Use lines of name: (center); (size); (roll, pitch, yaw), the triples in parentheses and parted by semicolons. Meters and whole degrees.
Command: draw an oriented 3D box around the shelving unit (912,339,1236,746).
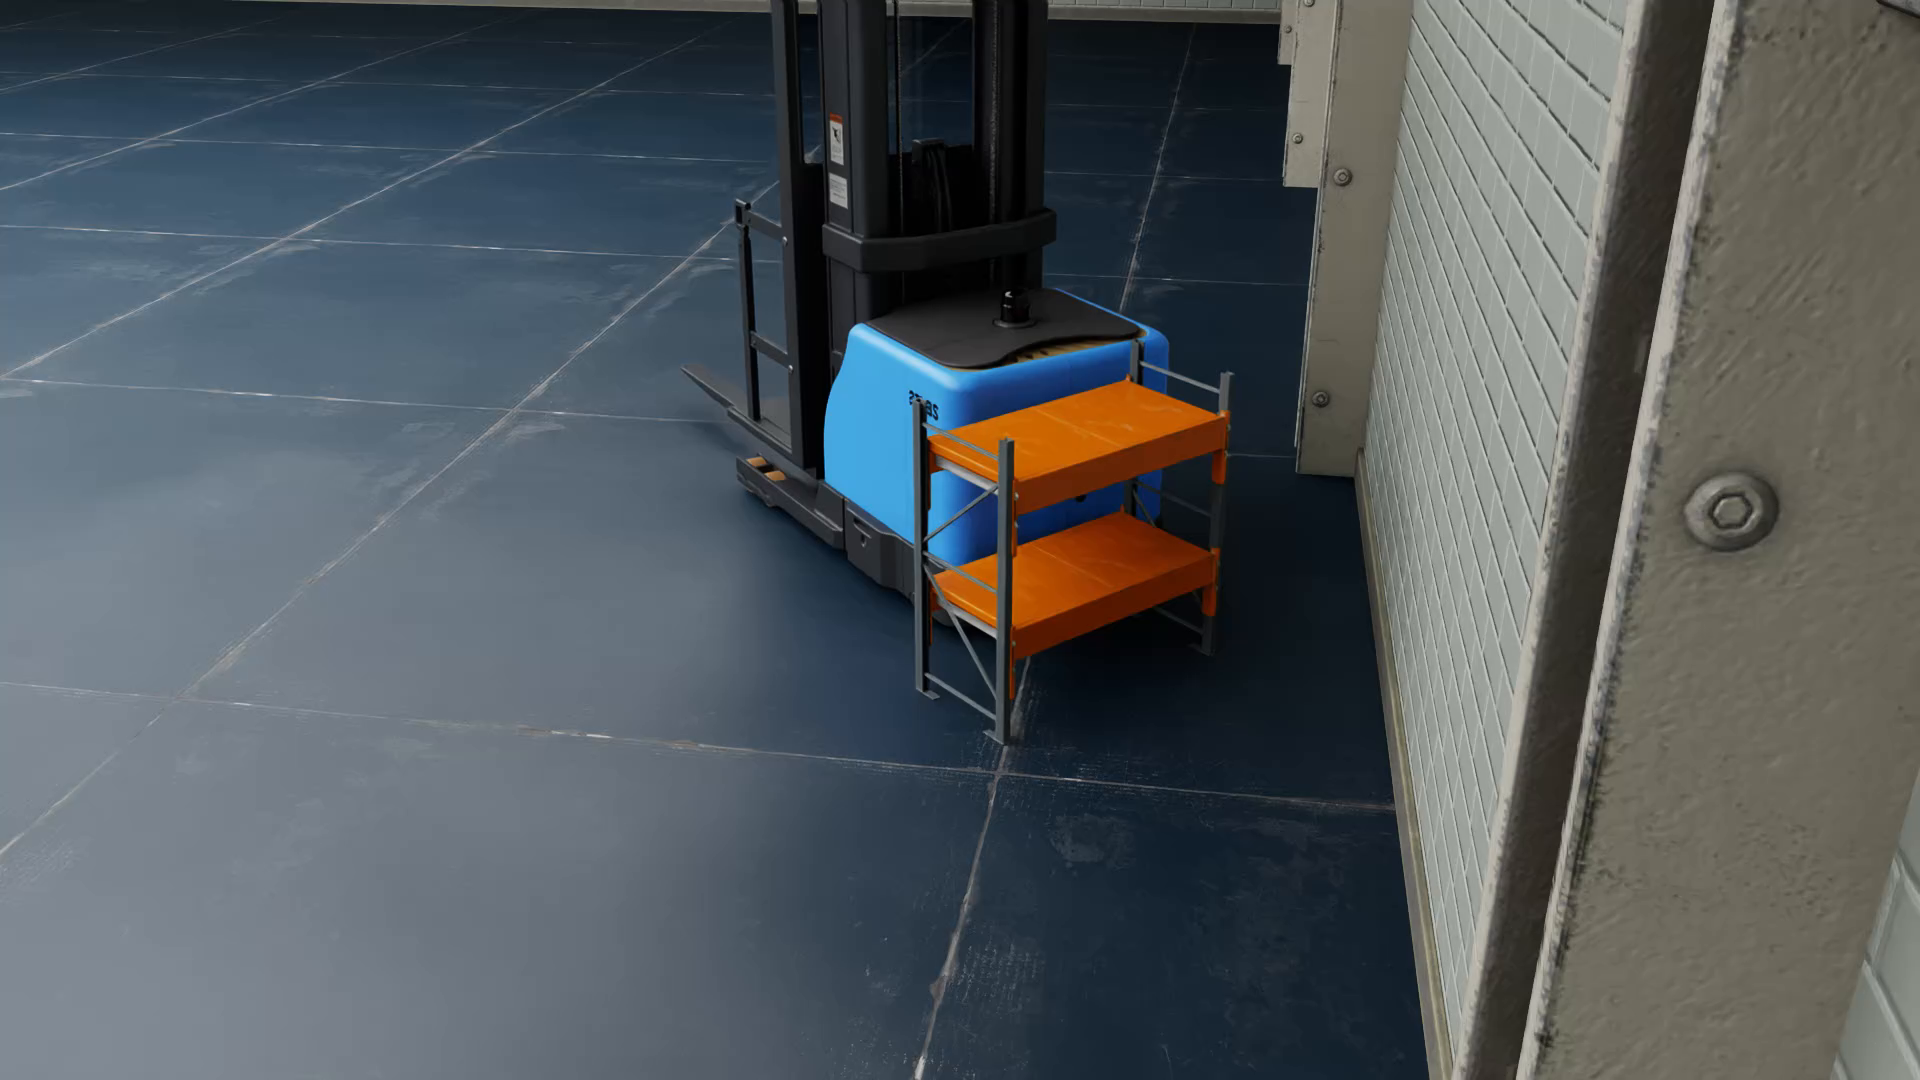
shelving unit: (0.404, -0.019, 5.964); (1.048, 1.125, 0.538); (-19, 31, -34)

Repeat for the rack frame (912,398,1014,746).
rack frame: (0.006, 0.115, 5.677); (0.032, 1.125, 0.500); (-19, 31, -34)

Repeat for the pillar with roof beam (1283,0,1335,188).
pillar with roof beam: (-1.479, -7.274, 12.175); (9.100, 9.000, 0.400); (4, 25, 9)

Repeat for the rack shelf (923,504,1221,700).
rack shelf: (0.404, 0.203, 6.067); (1.000, 0.278, 0.538); (-19, 31, -34)

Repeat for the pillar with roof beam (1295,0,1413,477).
pillar with roof beam: (-2.460, -4.764, 6.814); (9.100, 9.000, 0.400); (4, 25, 9)

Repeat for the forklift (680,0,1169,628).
forklift: (-0.377, -1.570, 7.147); (1.130, 2.935, 3.031); (-15, 29, -29)

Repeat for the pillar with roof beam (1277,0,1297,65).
pillar with roof beam: (-0.499, -9.783, 17.536); (9.100, 9.000, 0.400); (4, 25, 9)

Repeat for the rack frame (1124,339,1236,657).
rack frame: (0.803, -0.153, 6.250); (0.032, 1.125, 0.500); (-19, 31, -34)

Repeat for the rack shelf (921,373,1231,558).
rack shelf: (0.404, -0.284, 5.840); (1.000, 0.278, 0.538); (-19, 31, -34)
